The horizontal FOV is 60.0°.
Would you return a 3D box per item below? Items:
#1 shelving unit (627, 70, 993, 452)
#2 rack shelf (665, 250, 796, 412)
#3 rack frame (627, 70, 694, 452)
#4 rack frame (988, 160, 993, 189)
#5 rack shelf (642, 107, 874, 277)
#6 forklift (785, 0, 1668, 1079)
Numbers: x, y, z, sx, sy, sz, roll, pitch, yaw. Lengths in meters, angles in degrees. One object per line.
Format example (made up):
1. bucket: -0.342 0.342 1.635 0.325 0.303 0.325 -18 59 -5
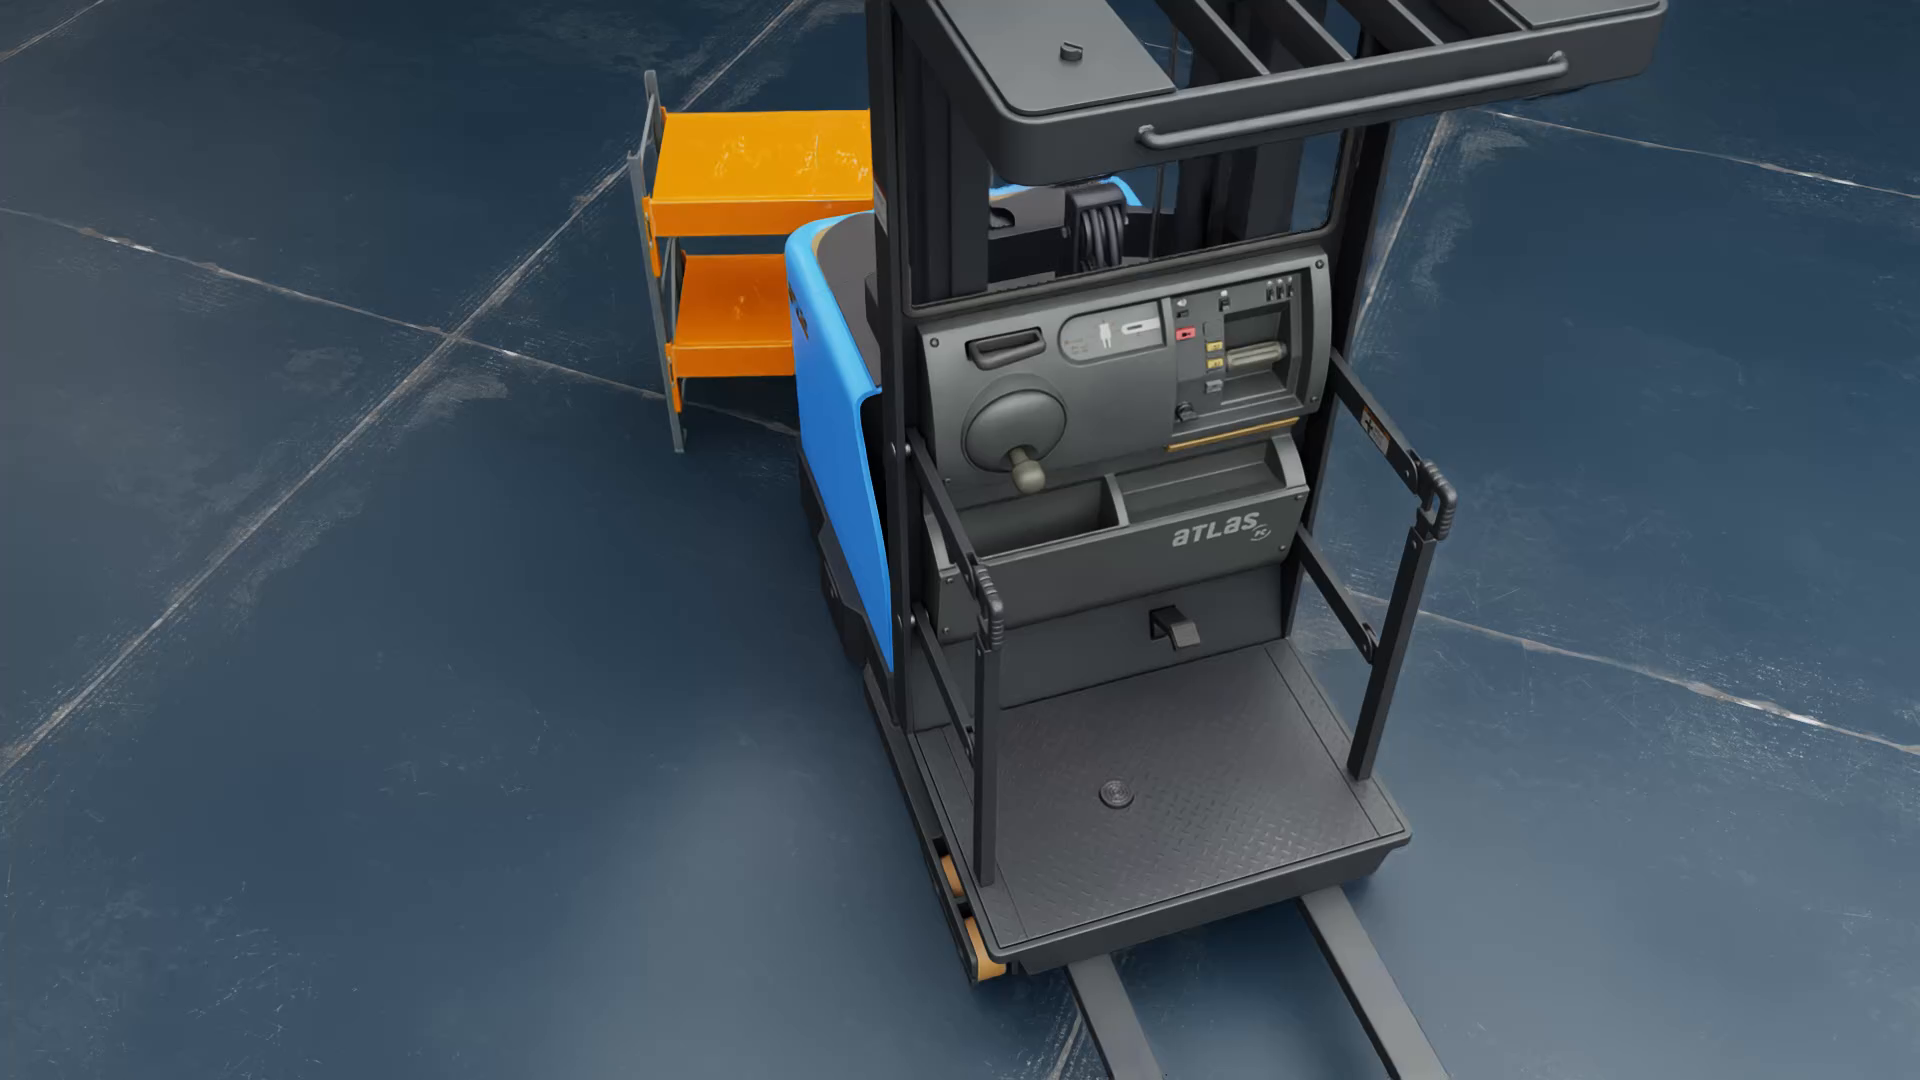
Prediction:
1. shelving unit: -0.435 -0.879 5.336 1.048 1.125 0.538 -1 45 -1
2. rack shelf: -0.435 -0.706 5.509 1.000 0.278 0.538 -1 45 -1
3. rack frame: -0.943 -0.868 5.325 0.032 1.125 0.500 -1 45 -1
4. rack frame: 0.073 -0.890 5.347 0.032 1.125 0.500 -1 45 -1
5. rack shelf: -0.435 -1.087 5.130 1.000 0.278 0.538 -1 45 -1
6. forklift: 0.442 -0.272 3.445 1.130 2.935 3.031 -13 46 -13
